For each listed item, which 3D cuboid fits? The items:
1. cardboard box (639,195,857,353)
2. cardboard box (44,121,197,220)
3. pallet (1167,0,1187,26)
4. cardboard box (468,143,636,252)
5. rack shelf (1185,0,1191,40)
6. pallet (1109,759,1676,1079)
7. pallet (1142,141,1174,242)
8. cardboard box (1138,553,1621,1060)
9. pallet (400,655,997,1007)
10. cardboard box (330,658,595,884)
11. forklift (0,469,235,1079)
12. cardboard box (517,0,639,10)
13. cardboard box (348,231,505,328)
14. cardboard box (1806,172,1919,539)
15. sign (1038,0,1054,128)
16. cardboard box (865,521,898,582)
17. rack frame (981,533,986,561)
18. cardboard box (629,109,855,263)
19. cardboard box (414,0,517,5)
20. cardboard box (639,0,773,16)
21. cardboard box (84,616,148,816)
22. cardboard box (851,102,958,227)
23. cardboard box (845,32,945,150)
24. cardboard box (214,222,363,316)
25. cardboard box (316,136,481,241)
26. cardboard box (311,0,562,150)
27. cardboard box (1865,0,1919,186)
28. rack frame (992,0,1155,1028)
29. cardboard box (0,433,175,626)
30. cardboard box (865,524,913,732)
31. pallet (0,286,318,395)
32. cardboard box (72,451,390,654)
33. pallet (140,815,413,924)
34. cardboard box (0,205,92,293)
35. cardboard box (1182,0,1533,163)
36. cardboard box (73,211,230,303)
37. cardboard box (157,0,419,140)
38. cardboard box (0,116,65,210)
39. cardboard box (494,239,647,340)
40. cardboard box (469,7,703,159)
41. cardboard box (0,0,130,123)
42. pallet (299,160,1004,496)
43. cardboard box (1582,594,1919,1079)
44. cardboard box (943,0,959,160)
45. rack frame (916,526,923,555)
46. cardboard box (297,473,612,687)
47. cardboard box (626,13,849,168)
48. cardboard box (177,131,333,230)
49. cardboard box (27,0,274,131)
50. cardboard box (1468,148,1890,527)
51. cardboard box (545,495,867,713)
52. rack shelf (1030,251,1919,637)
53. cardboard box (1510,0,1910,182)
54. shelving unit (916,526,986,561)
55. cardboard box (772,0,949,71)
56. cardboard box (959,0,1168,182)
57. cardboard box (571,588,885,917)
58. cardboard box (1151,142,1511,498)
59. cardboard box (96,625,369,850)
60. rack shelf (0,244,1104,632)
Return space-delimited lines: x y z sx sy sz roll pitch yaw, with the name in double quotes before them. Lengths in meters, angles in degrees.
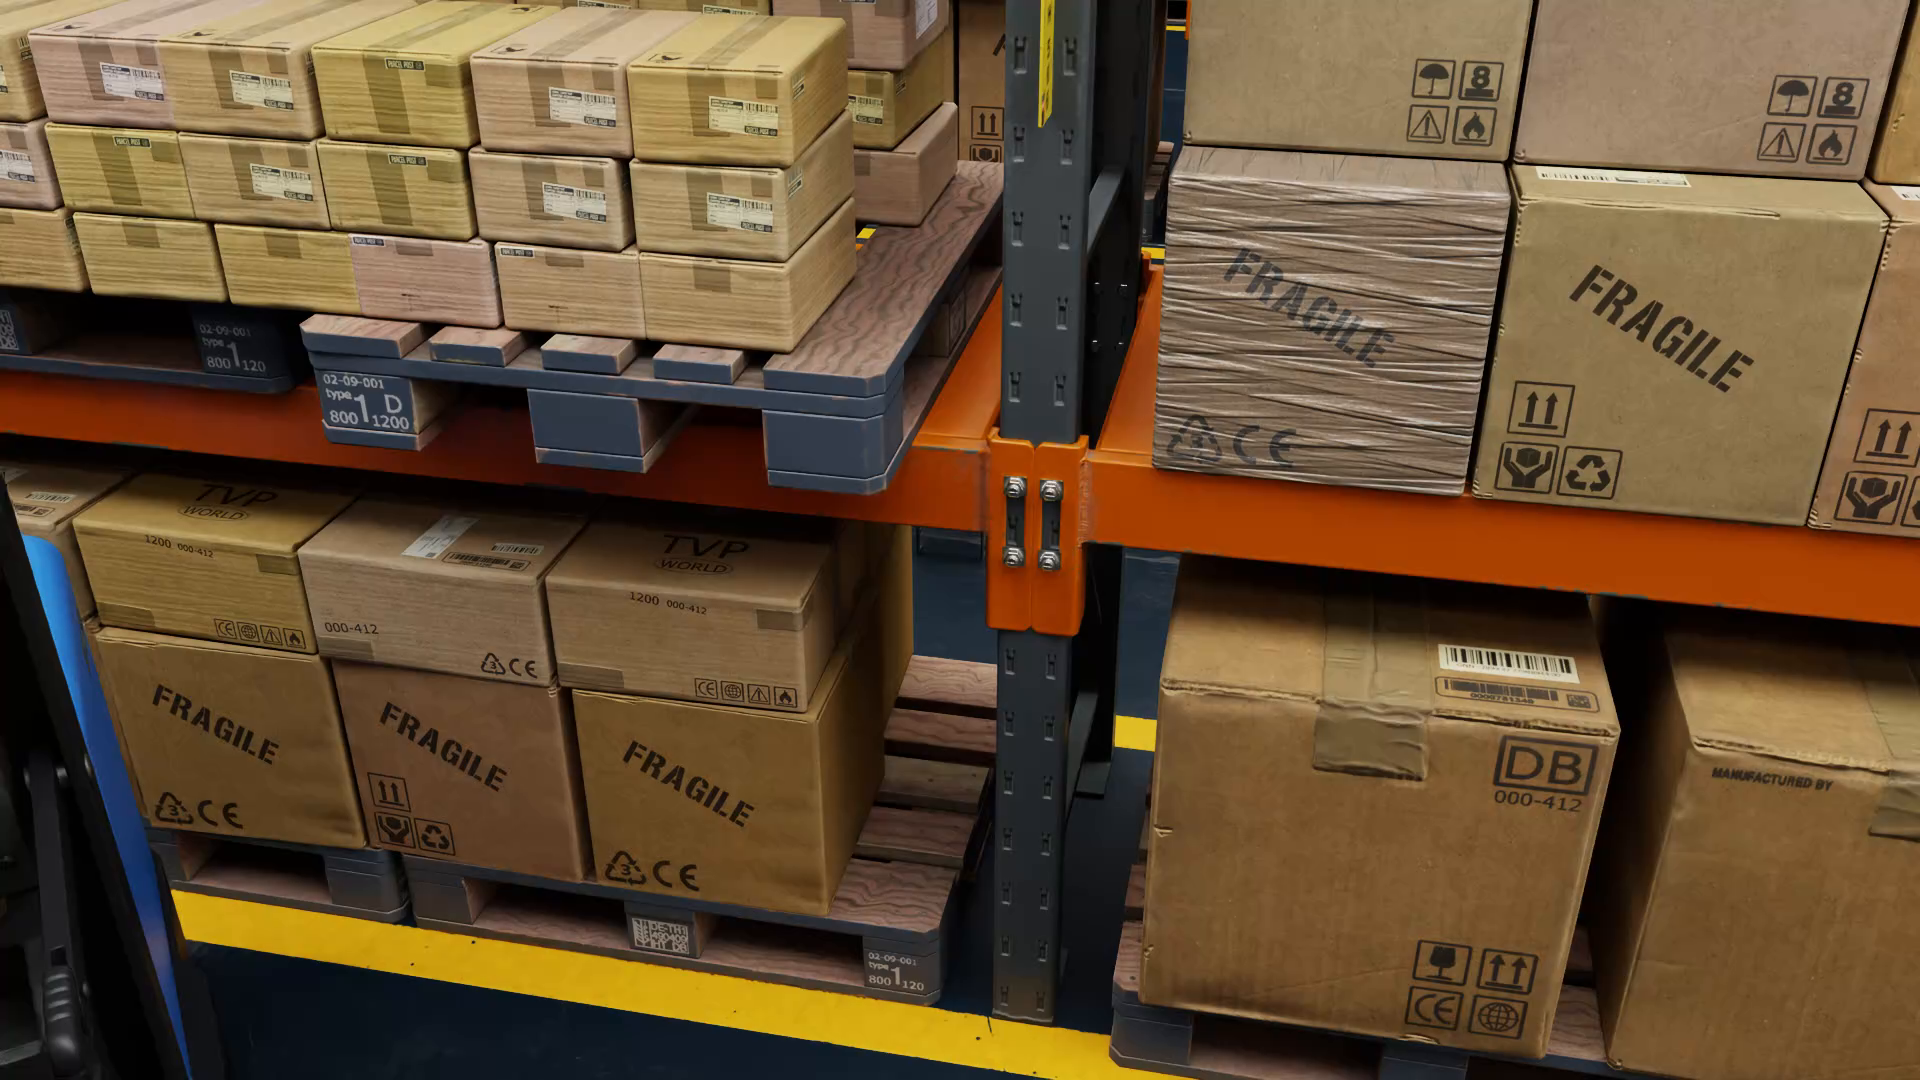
"cardboard box" -0.347 -0.462 2.794 0.250 0.149 0.380 6 29 11
"cardboard box" -1.353 -0.697 2.913 0.250 0.149 0.380 6 29 10
"pallet" 1.477 -4.090 12.500 1.213 0.211 1.003 6 29 11
"cardboard box" -0.608 -0.620 2.774 0.250 0.149 0.380 7 29 12
"rack shelf" -0.789 -2.774 7.942 4.000 0.370 1.077 6 29 11
"pallet" 0.987 0.784 3.599 1.213 0.211 1.003 6 29 11
"pallet" 0.412 -1.780 8.282 1.213 0.211 1.003 6 29 11
"cardboard box" 0.809 0.352 3.389 0.750 0.750 1.050 5 29 10
"pallet" -0.532 0.590 3.952 1.213 0.211 1.003 6 29 11
"cardboard box" -0.973 0.361 3.632 0.500 0.500 0.500 7 29 13
"forklift" -1.429 0.357 1.546 1.130 2.935 3.031 -15 32 -25
"cardboard box" -0.682 -1.079 3.301 0.250 0.149 0.380 6 29 10
"cardboard box" -0.841 -0.513 2.888 0.250 0.149 0.380 6 29 11
"cardboard box" 1.606 -0.326 2.617 0.500 0.500 0.500 6 29 11
"sign" 0.128 -0.771 2.412 0.005 0.325 0.100 6 29 11
"cardboard box" -0.392 -0.154 3.792 0.500 0.250 0.500 5 29 8
"rack frame" 0.091 -0.385 5.017 0.006 0.900 0.240 6 29 11
"cardboard box" -0.346 -0.594 2.726 0.250 0.149 0.380 6 29 12
"cardboard box" -0.941 -1.105 3.350 0.250 0.149 0.380 5 29 8
"cardboard box" -0.443 -1.052 3.253 0.250 0.149 0.380 5 29 9
"cardboard box" -1.980 0.254 3.828 0.500 0.500 0.500 6 29 11
"cardboard box" -0.164 -0.768 3.353 0.250 0.149 0.380 5 29 10
"cardboard box" -0.199 -0.901 3.287 0.250 0.149 0.380 7 30 13
"cardboard box" -1.084 -0.540 2.936 0.250 0.149 0.380 5 29 10
"cardboard box" -0.866 -0.645 2.820 0.250 0.149 0.380 7 29 12
"cardboard box" -0.844 -0.775 2.747 0.250 0.149 0.380 7 29 12
"cardboard box" 1.666 -0.886 2.600 0.500 0.500 0.700 5 29 10
"rack frame" 0.232 -0.554 3.138 0.127 3.000 1.000 6 29 11
"cardboard box" -1.993 -0.068 3.636 0.500 0.250 0.500 7 29 12
"cardboard box" -0.407 0.168 3.986 0.500 0.500 0.500 5 29 8
"pallet" -1.713 -0.649 3.512 1.213 0.211 1.003 6 29 11
"cardboard box" -1.482 -0.020 3.548 0.500 0.250 0.500 7 29 12
"pallet" -1.721 0.467 4.178 1.213 0.211 1.003 6 29 11
"cardboard box" -1.600 -0.593 3.033 0.250 0.149 0.380 7 29 12
"cardboard box" 0.669 -0.987 2.783 0.500 0.500 0.700 6 29 10
"cardboard box" -1.347 -0.566 2.984 0.250 0.149 0.380 5 29 8
"cardboard box" -1.106 -0.800 2.793 0.250 0.149 0.380 7 29 12
"cardboard box" -1.608 -0.722 2.961 0.250 0.149 0.380 7 29 12
"cardboard box" -0.589 -0.487 2.841 0.250 0.149 0.380 6 29 10
"cardboard box" -0.588 -0.749 2.699 0.250 0.149 0.380 6 29 10
"cardboard box" -1.607 -0.853 2.890 0.250 0.149 0.380 7 30 13
"pallet" -0.487 -0.491 3.223 1.003 0.211 1.213 6 29 11
"cardboard box" 1.664 0.438 3.232 0.750 0.750 1.050 6 29 11
"cardboard box" -0.363 -2.341 8.177 0.875 0.875 0.875 6 29 11
"rack frame" -0.107 -0.406 5.054 0.006 0.900 0.240 6 29 11
"cardboard box" -0.988 0.038 3.441 0.500 0.250 0.500 6 29 11
"cardboard box" -0.343 -0.723 2.651 0.250 0.149 0.380 5 29 9
"cardboard box" -1.110 -0.671 2.866 0.250 0.149 0.380 6 29 11
"cardboard box" -1.341 -0.827 2.842 0.250 0.149 0.380 6 29 11
"cardboard box" 1.112 -0.376 2.710 0.500 0.500 0.500 6 29 10
"cardboard box" -0.492 0.084 3.358 0.500 0.250 0.500 5 29 9
"rack shelf" 2.188 -0.038 2.945 4.000 0.370 1.077 6 29 11
"cardboard box" 1.164 -0.937 2.692 0.500 0.500 0.700 5 29 10
"shelving unit" -0.008 -0.396 5.035 0.210 0.900 0.258 6 29 11
"cardboard box" -0.184 -1.027 3.207 0.250 0.149 0.380 6 29 11
"cardboard box" 0.509 -2.249 8.010 0.875 0.875 0.875 6 29 10
"cardboard box" -0.466 0.415 3.534 0.500 0.500 0.500 6 29 10
"cardboard box" 0.615 -0.426 2.800 0.500 0.500 0.500 6 29 11
"cardboard box" -1.494 0.316 3.715 0.500 0.500 0.500 5 29 8
"rack shelf" -1.724 -0.439 3.677 4.000 0.370 1.077 6 29 11
